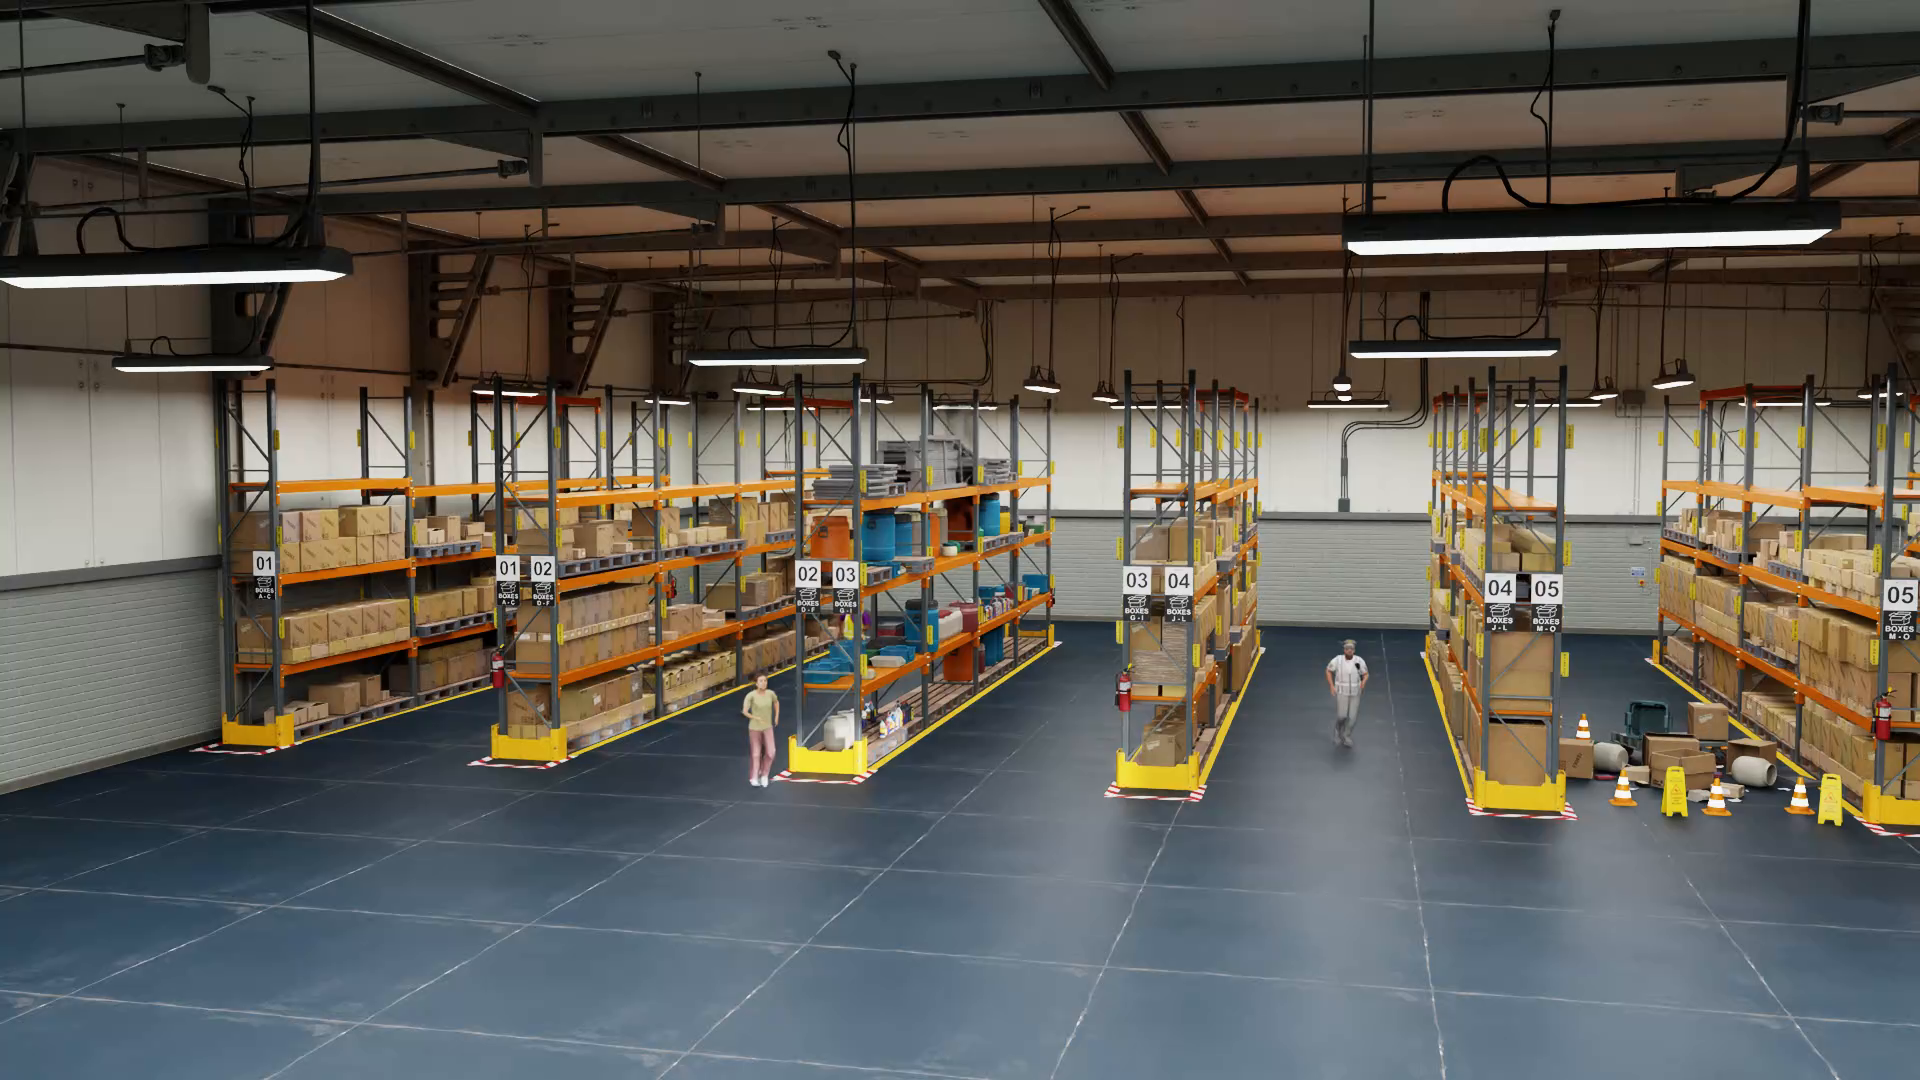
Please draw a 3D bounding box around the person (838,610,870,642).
[{"bbox_3d":[-2.204,2.058,34.482,0.669,1.787,0.808,0,3,0],"label":"person"}]

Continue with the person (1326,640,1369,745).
[{"bbox_3d":[6.351,2.496,27.148,0.667,1.756,0.625,0,3,1],"label":"person"}]

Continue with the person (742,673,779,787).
[{"bbox_3d":[-2.843,2.740,23.979,0.605,1.661,0.609,-2,4,-25],"label":"person"}]
